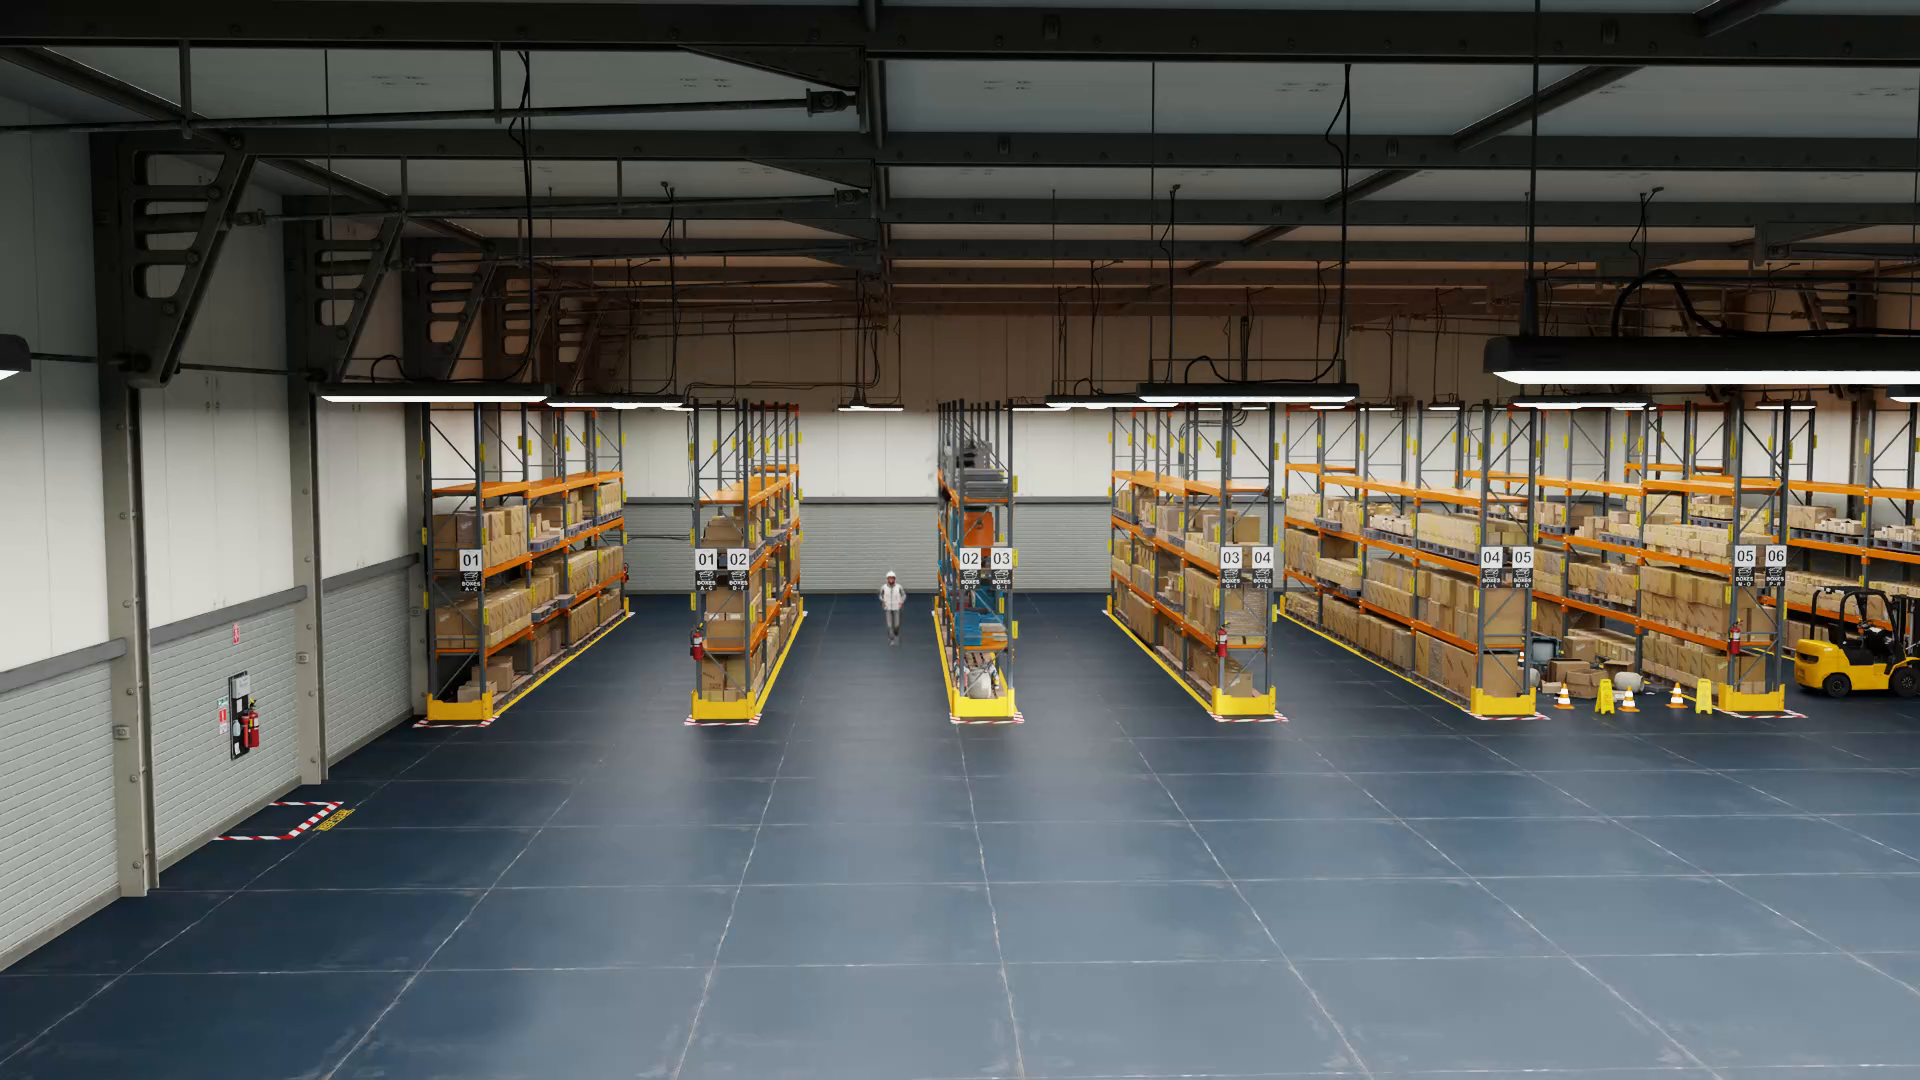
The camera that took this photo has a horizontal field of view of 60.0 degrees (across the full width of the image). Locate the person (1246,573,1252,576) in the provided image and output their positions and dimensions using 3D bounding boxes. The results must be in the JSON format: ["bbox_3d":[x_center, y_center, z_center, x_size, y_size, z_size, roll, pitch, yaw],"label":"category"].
[{"bbox_3d":[8.091,1.392,47.068,0.541,1.558,0.600,1,4,9],"label":"person"}]

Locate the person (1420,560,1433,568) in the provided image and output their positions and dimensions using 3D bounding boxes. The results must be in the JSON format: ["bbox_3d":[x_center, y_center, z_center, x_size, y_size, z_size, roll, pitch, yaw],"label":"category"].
[{"bbox_3d":[13.752,1.075,49.336,0.612,1.573,0.582,1,4,10],"label":"person"}]

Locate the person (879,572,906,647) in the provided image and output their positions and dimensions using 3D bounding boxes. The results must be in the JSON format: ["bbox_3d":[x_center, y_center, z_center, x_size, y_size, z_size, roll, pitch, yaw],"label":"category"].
[{"bbox_3d":[-1.581,1.628,38.783,0.635,1.773,0.567,0,4,-1],"label":"person"}]
